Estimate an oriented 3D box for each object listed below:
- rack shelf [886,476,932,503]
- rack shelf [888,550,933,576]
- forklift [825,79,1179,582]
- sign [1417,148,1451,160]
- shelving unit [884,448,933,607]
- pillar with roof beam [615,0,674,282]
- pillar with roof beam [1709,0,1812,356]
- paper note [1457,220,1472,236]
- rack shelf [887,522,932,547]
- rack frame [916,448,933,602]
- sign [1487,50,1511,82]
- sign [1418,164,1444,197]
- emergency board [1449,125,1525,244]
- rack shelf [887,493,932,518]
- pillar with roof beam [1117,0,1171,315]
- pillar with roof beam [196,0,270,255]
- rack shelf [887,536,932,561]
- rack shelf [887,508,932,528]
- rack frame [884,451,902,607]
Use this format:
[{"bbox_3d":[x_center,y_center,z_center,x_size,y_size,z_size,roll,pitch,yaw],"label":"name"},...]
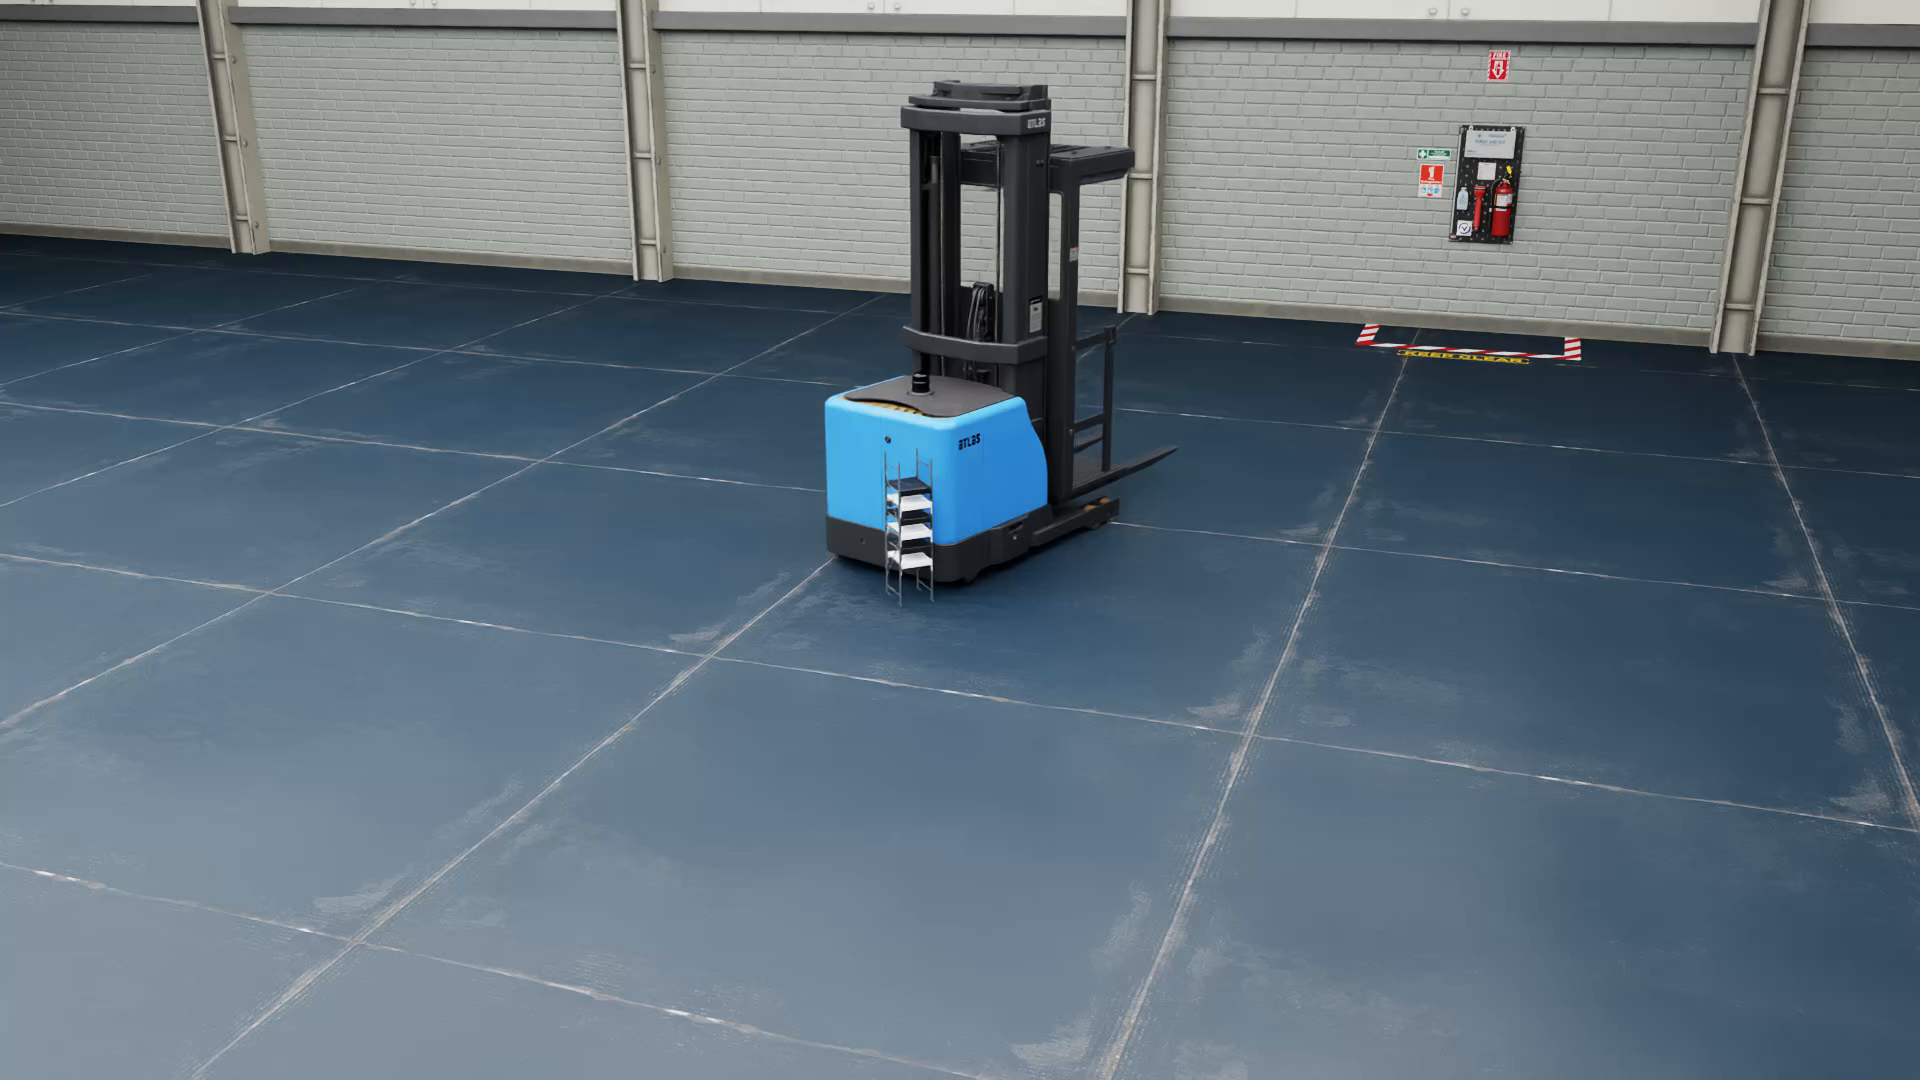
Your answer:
[{"bbox_3d":[-0.307,-0.300,9.852,0.200,0.077,0.258,-8,21,-23],"label":"rack shelf"},{"bbox_3d":[-0.307,0.125,10.000,0.200,0.077,0.258,-8,21,-23],"label":"rack shelf"},{"bbox_3d":[0.442,-1.544,11.053,1.130,2.935,3.031,14,24,35],"label":"forklift"},{"bbox_3d":[4.819,-3.922,16.910,0.331,0.109,0.001,7,20,18],"label":"sign"},{"bbox_3d":[-0.307,-0.077,9.930,0.210,0.900,0.258,-8,21,-23],"label":"shelving unit"},{"bbox_3d":[-5.121,-6.078,14.840,0.400,9.000,9.100,7,20,18],"label":"pillar with roof beam"},{"bbox_3d":[6.215,-4.781,11.122,0.400,9.000,9.100,7,20,18],"label":"pillar with roof beam"},{"bbox_3d":[5.161,-3.191,17.010,0.142,0.148,0.016,7,20,18],"label":"paper note"},{"bbox_3d":[-0.307,-0.045,9.941,0.200,0.077,0.258,-8,21,-23],"label":"rack shelf"},{"bbox_3d":[-0.214,-0.090,9.969,0.006,0.900,0.240,-8,21,-23],"label":"rack frame"},{"bbox_3d":[5.331,-4.692,16.459,0.199,0.298,0.001,7,20,18],"label":"sign"},{"bbox_3d":[4.817,-3.675,17.007,0.234,0.329,0.001,7,20,18],"label":"sign"},{"bbox_3d":[5.306,-3.566,16.749,0.643,1.169,0.194,7,20,18],"label":"emergency board"},{"bbox_3d":[-0.307,-0.215,9.881,0.200,0.077,0.258,-8,21,-23],"label":"rack shelf"},{"bbox_3d":[0.547,-5.430,12.981,0.400,9.000,9.100,7,20,18],"label":"pillar with roof beam"},{"bbox_3d":[-10.788,-6.726,16.700,0.400,9.000,9.100,7,20,18],"label":"pillar with roof beam"},{"bbox_3d":[-0.307,0.040,9.970,0.200,0.077,0.258,-8,21,-23],"label":"rack shelf"},{"bbox_3d":[-0.307,-0.130,9.911,0.200,0.077,0.258,-8,21,-23],"label":"rack shelf"},{"bbox_3d":[-0.399,-0.063,9.891,0.006,0.900,0.240,-8,21,-23],"label":"rack frame"}]
